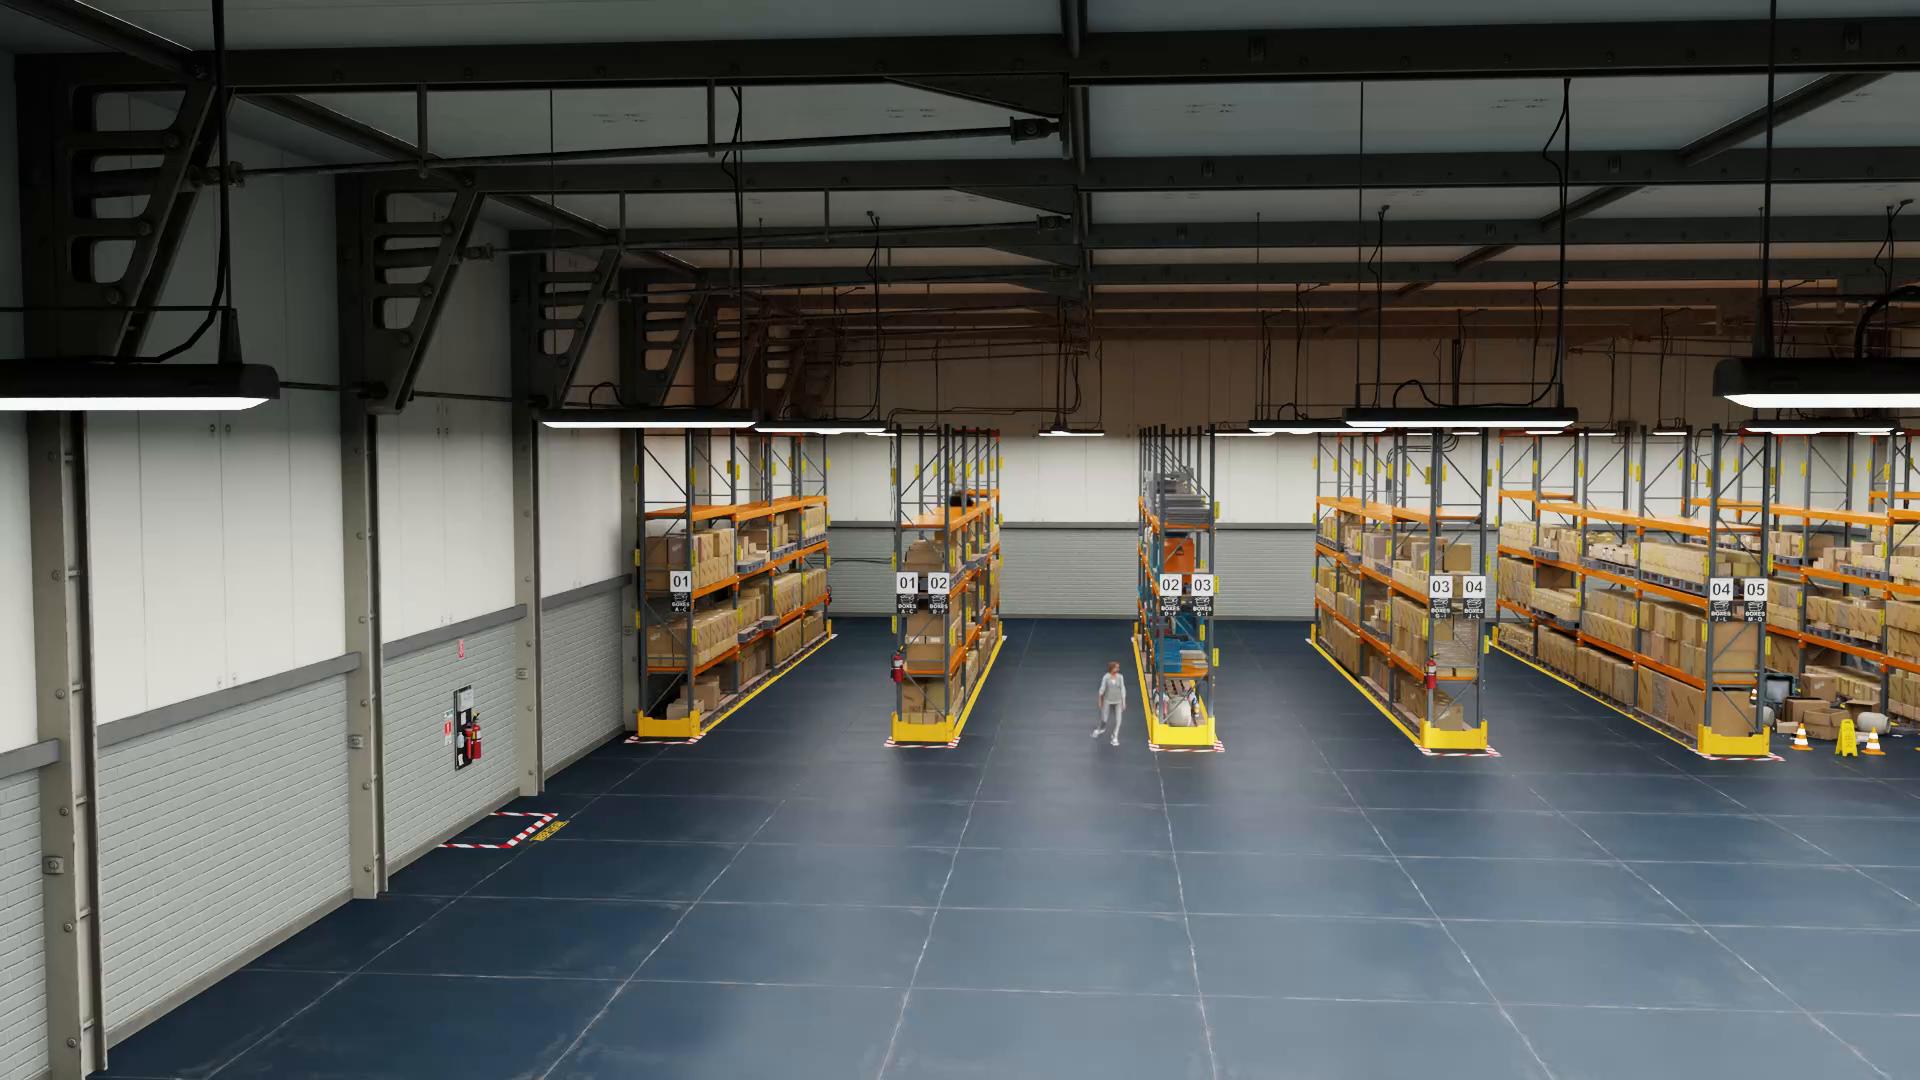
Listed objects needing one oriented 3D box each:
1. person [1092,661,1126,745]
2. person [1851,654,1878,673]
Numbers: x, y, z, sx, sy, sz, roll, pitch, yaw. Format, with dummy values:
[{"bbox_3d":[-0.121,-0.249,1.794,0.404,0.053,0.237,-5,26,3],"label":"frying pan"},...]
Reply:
[{"bbox_3d":[2.780,3.030,31.084,0.603,1.566,0.536,0,3,-2],"label":"person"},{"bbox_3d":[21.838,2.428,40.205,0.658,1.725,0.749,0,3,-6],"label":"person"}]
